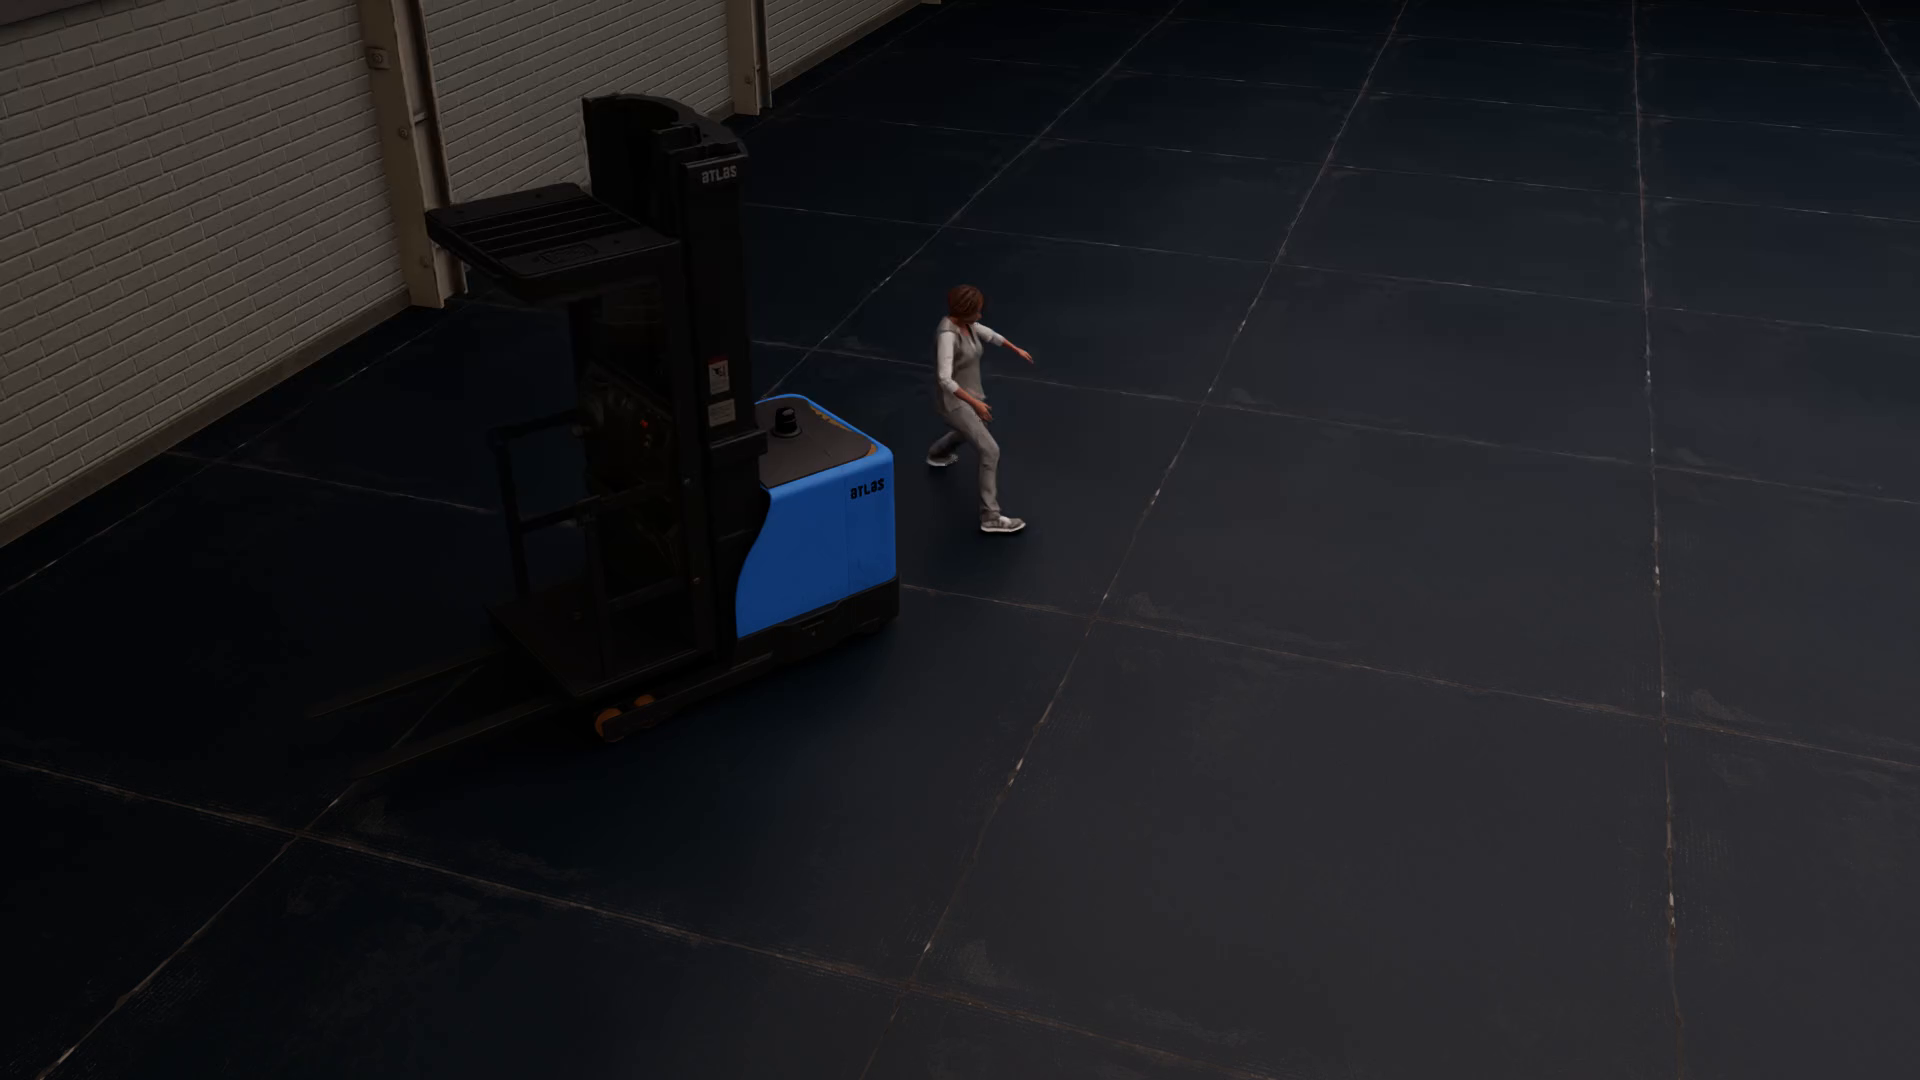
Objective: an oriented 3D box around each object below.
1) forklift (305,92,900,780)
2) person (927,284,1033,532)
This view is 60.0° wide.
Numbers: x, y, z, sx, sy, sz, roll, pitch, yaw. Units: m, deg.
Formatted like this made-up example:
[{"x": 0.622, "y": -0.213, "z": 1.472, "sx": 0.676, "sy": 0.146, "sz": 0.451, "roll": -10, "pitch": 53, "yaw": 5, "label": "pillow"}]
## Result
[{"x": -1.815, "y": -0.558, "z": 8.116, "sx": 3.031, "sy": 2.935, "sz": 1.130, "roll": -21, "pitch": 36, "yaw": -32, "label": "forklift"}, {"x": 0.102, "y": -0.888, "z": 10.248, "sx": 0.872, "sy": 1.451, "sz": 0.927, "roll": 10, "pitch": 31, "yaw": 17, "label": "person"}]
